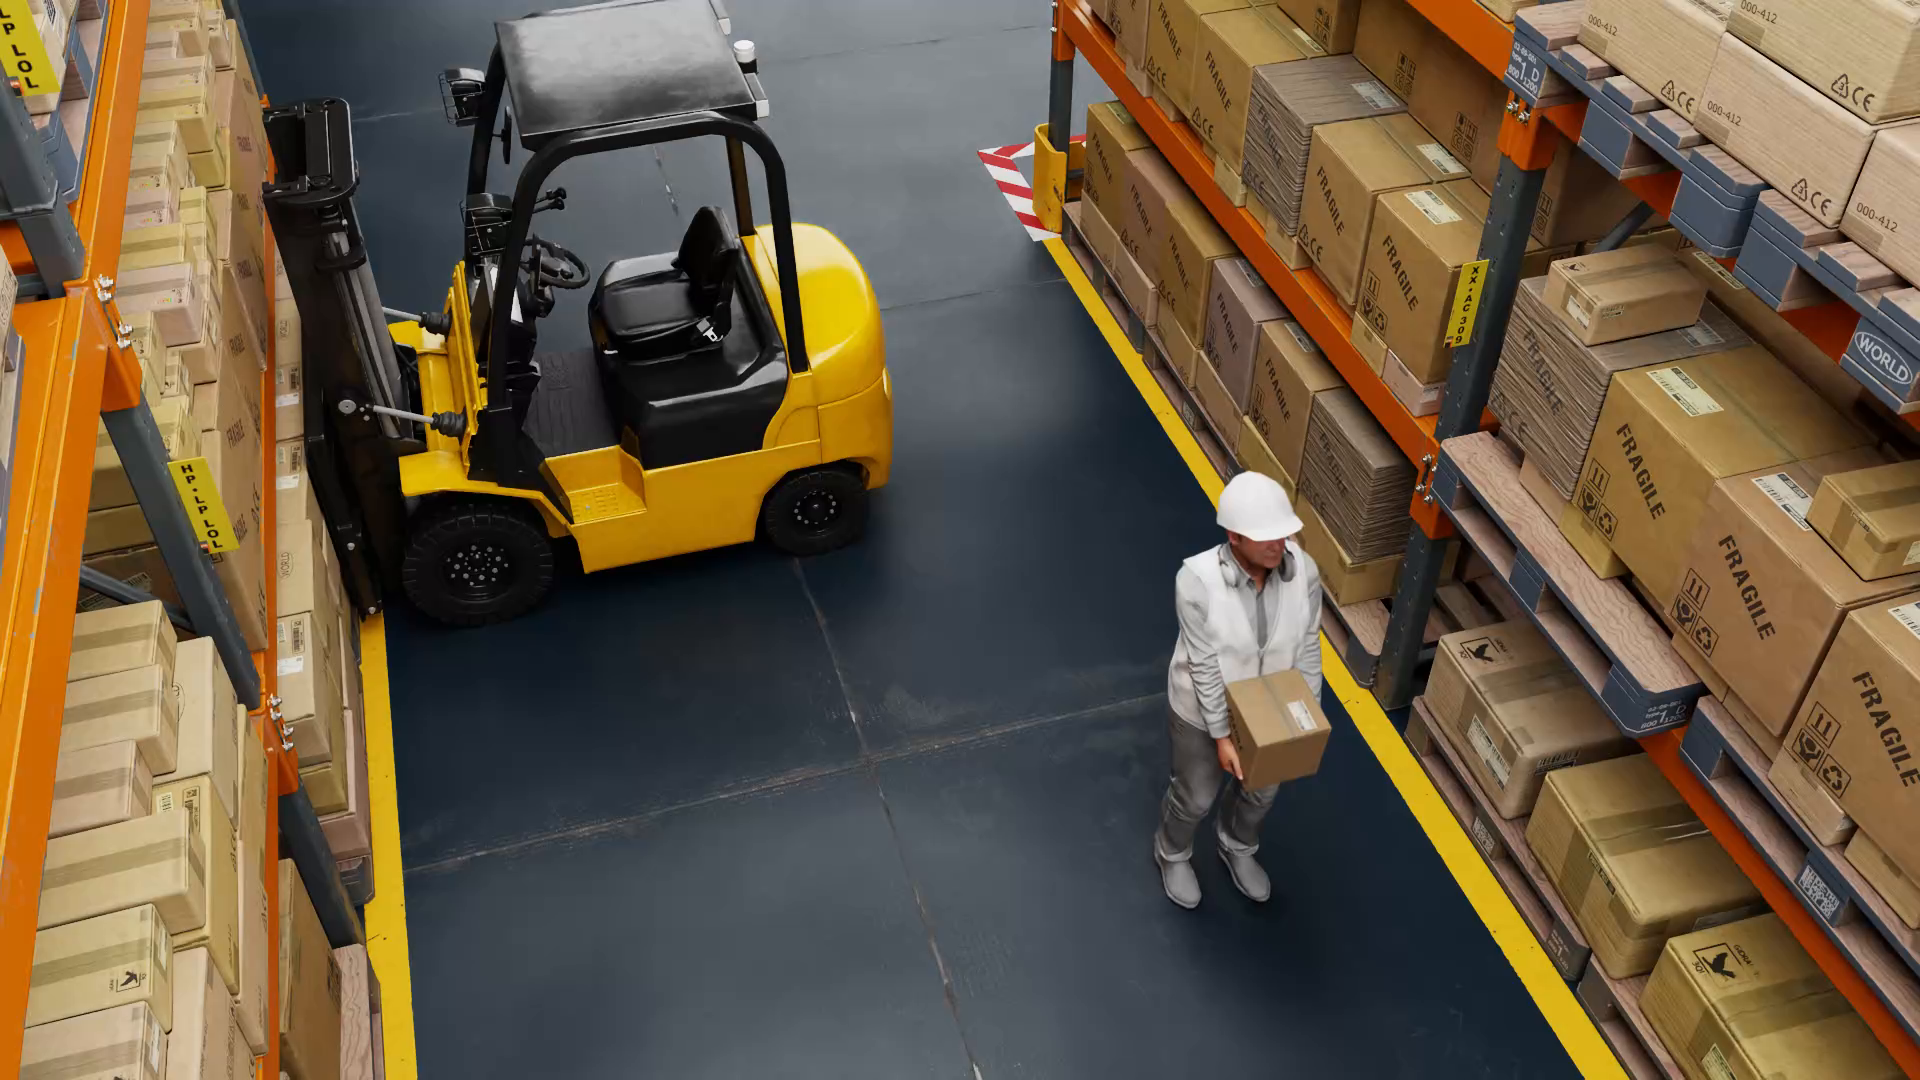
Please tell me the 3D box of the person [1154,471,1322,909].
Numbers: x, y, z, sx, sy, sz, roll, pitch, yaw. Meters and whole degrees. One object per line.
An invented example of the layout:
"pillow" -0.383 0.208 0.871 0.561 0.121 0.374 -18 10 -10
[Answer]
"person" 0.950 0.579 5.503 0.494 1.762 0.554 -12 43 -13
